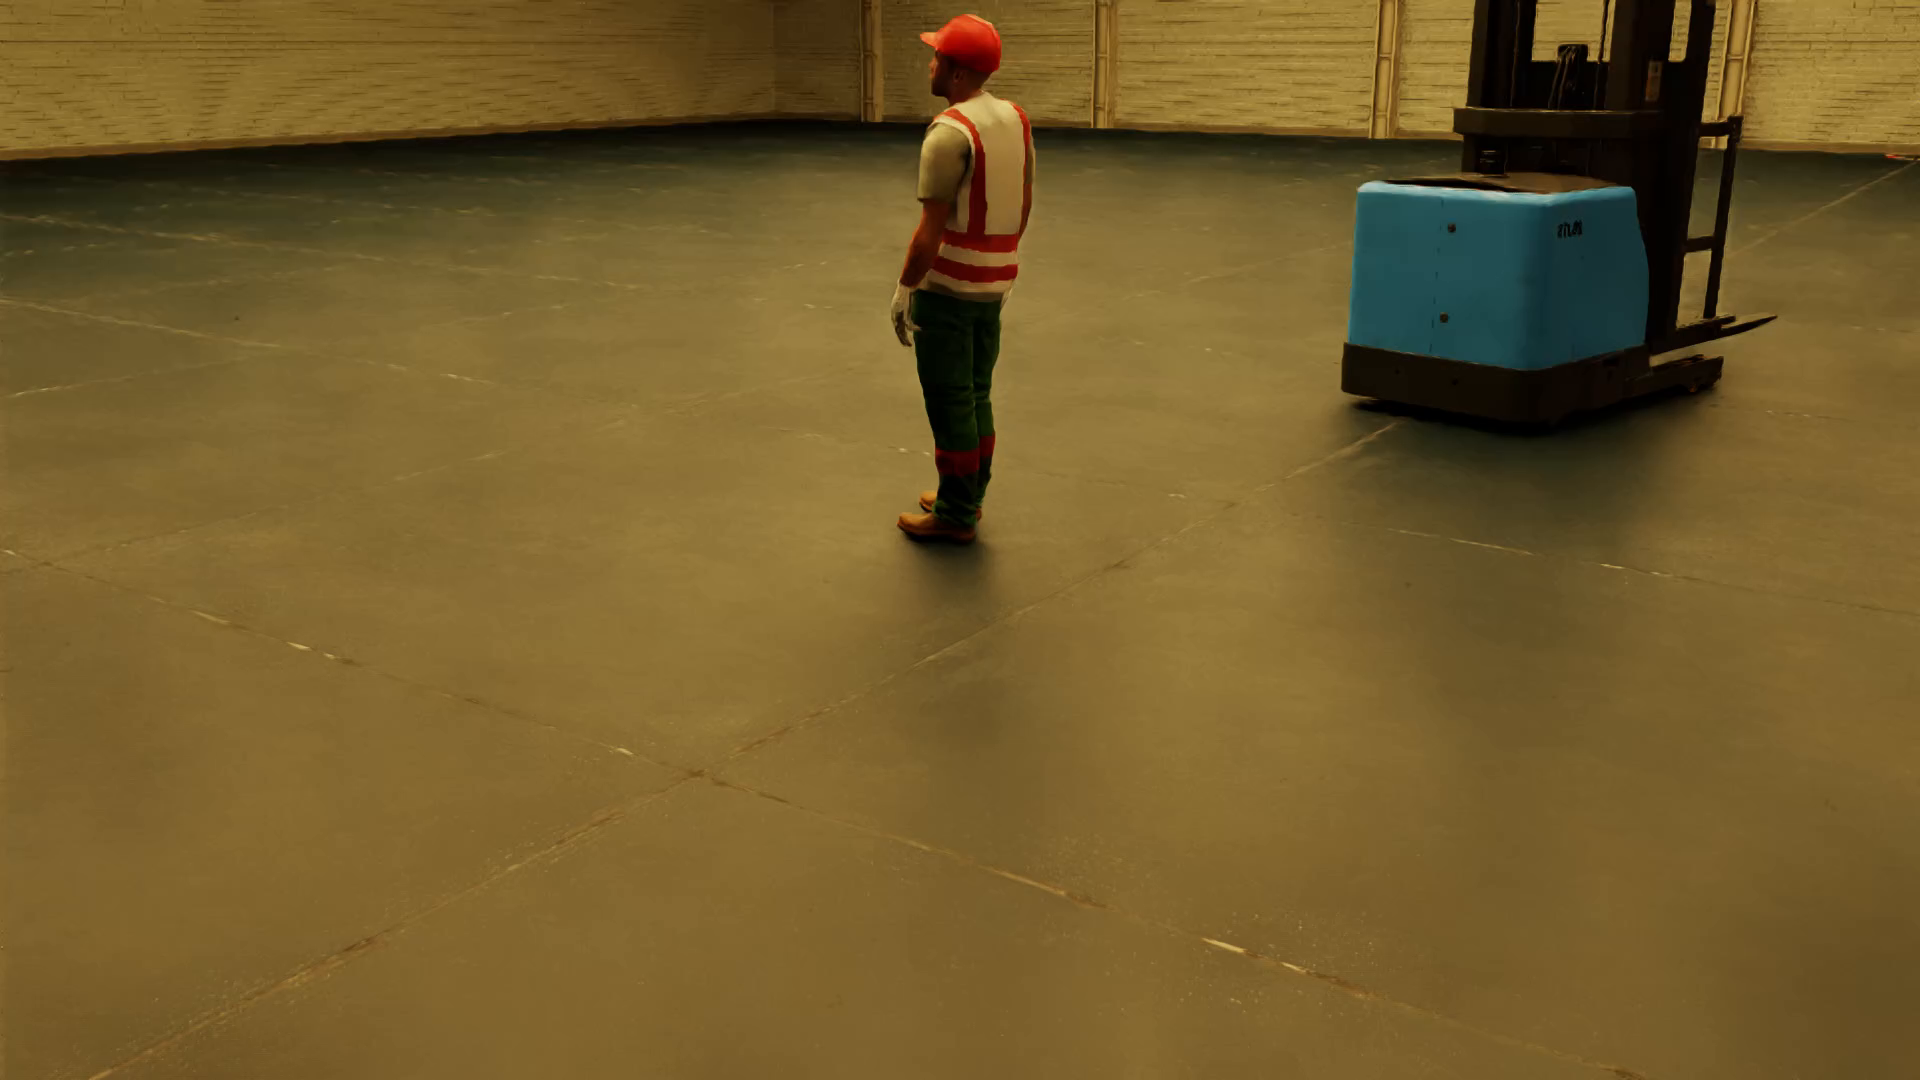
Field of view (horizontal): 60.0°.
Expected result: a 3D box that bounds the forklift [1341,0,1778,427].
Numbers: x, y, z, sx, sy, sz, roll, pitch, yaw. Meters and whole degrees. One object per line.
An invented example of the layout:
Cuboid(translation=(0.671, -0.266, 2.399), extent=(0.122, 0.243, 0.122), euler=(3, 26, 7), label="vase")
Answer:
Cuboid(translation=(3.299, -2.250, 8.357), extent=(3.031, 2.935, 1.130), euler=(-15, 22, -40), label="forklift")

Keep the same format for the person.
Cuboid(translation=(-0.060, -0.879, 5.743), extent=(0.563, 1.787, 0.637), euler=(11, 20, 33), label="person")
